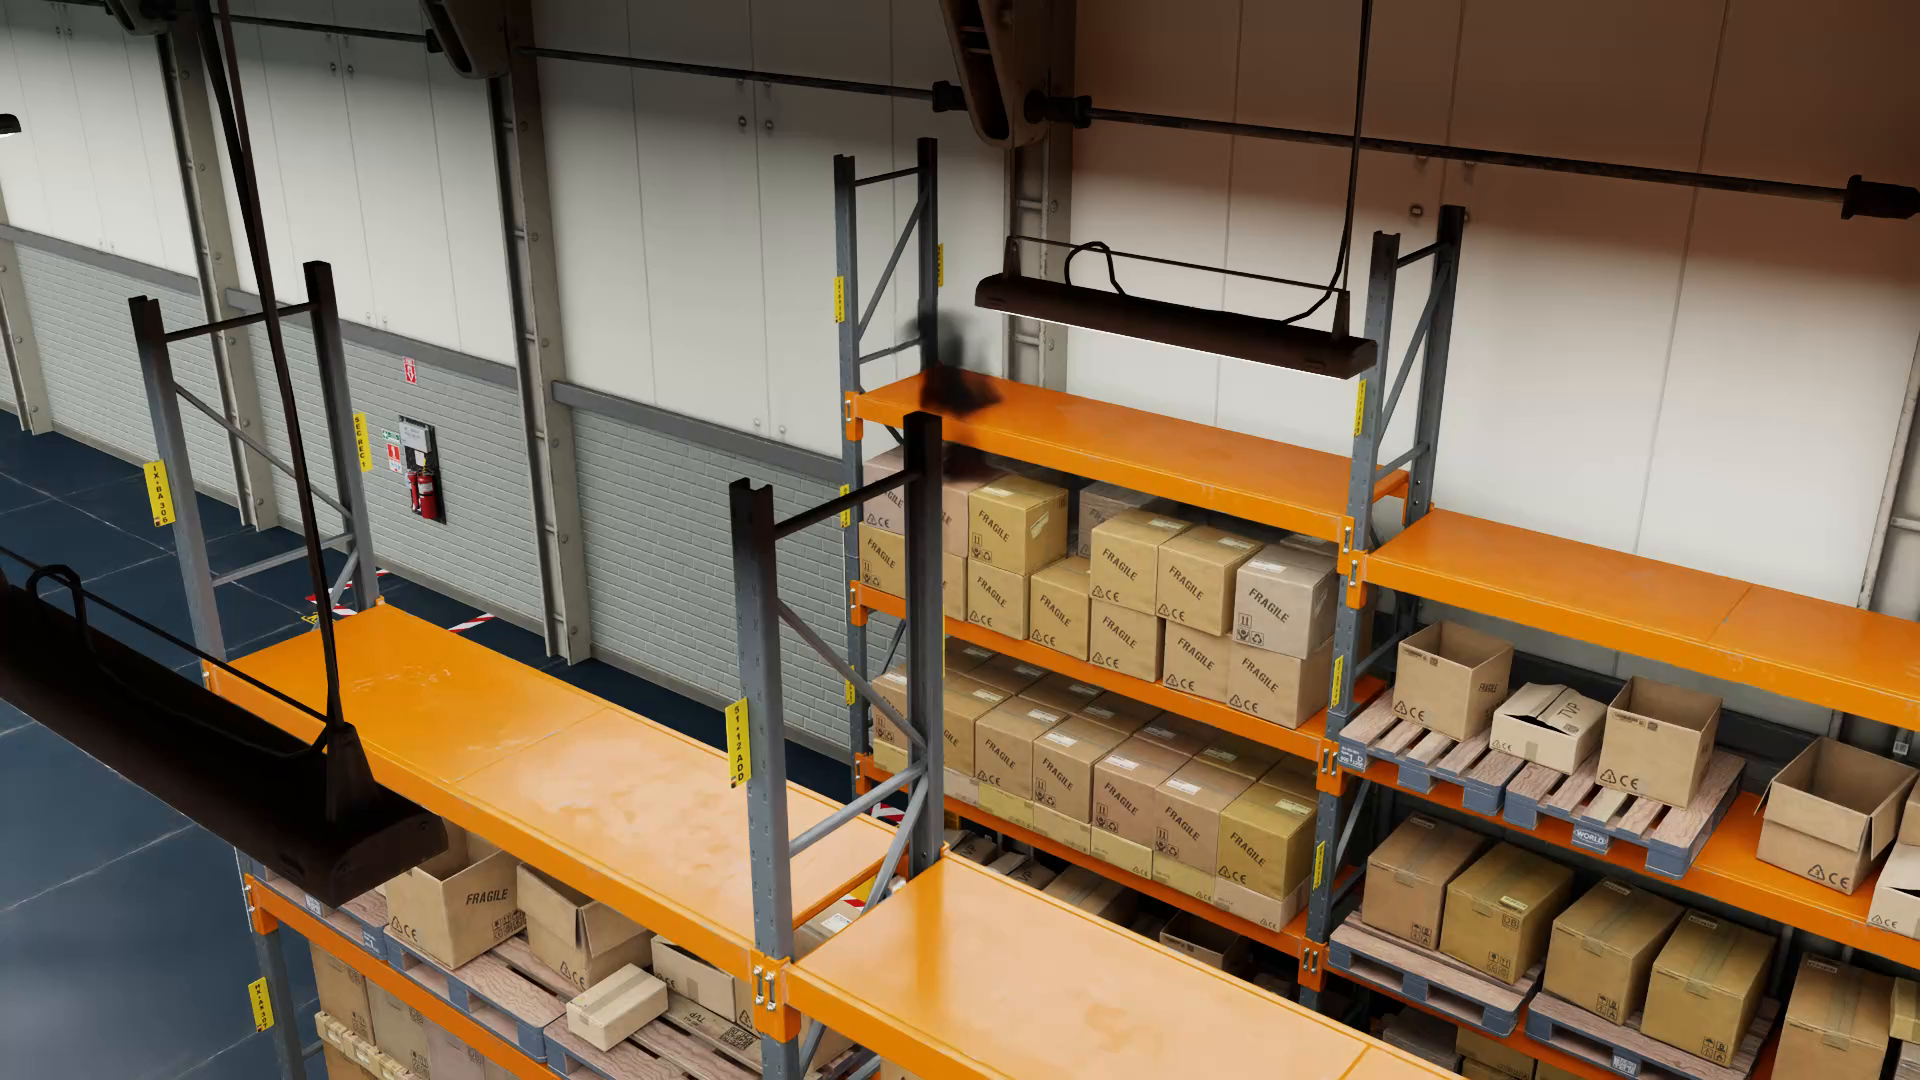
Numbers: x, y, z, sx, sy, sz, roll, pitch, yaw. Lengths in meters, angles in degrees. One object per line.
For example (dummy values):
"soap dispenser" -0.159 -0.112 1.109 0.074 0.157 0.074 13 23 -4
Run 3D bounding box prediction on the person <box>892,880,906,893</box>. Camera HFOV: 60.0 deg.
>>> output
"person" -0.184 2.975 11.280 0.544 1.721 0.788 13 26 27
